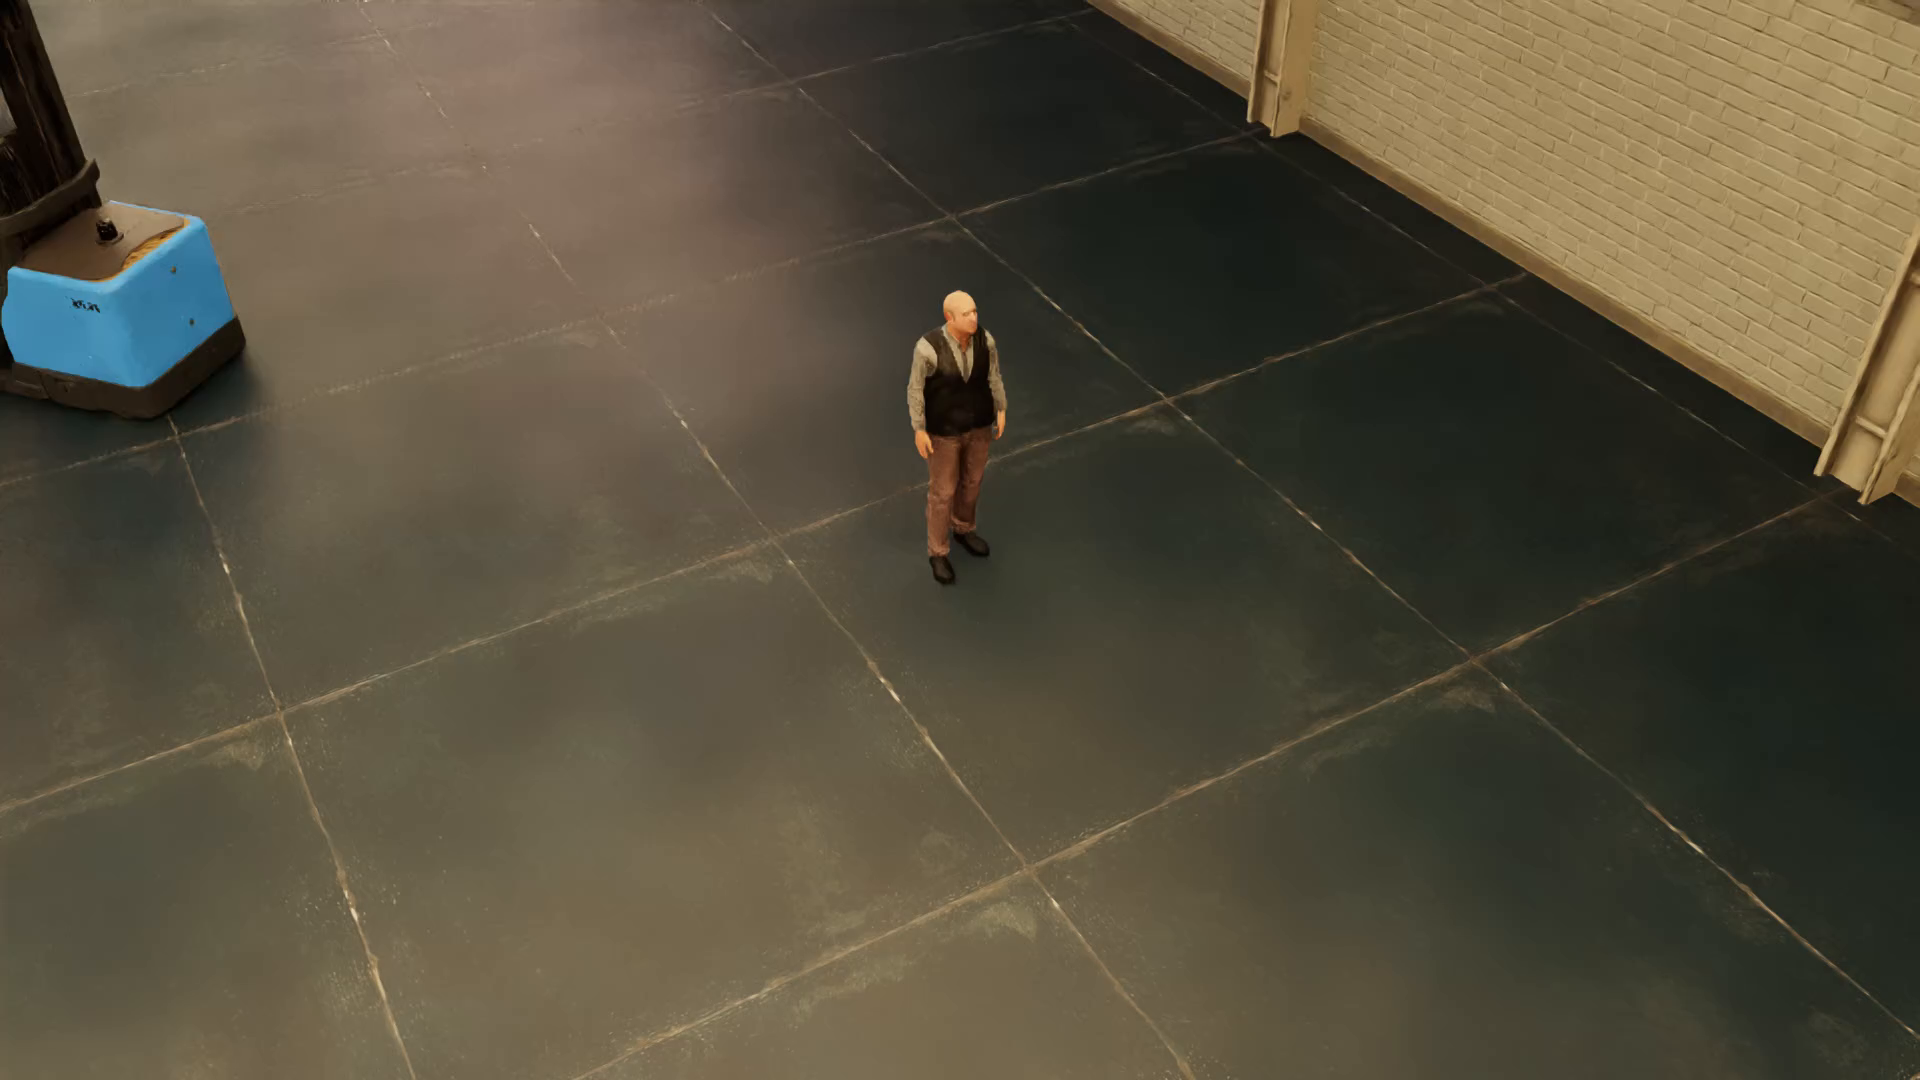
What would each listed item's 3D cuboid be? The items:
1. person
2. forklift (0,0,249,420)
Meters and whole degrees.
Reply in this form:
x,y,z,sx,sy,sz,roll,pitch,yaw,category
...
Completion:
x,y,z,sx,sy,sz,roll,pitch,yaw,category
0.024,-0.631,9.733,0.632,1.720,0.567,-20,44,-23,person
-6.667,-2.495,11.044,3.031,2.935,1.130,12,41,14,forklift
